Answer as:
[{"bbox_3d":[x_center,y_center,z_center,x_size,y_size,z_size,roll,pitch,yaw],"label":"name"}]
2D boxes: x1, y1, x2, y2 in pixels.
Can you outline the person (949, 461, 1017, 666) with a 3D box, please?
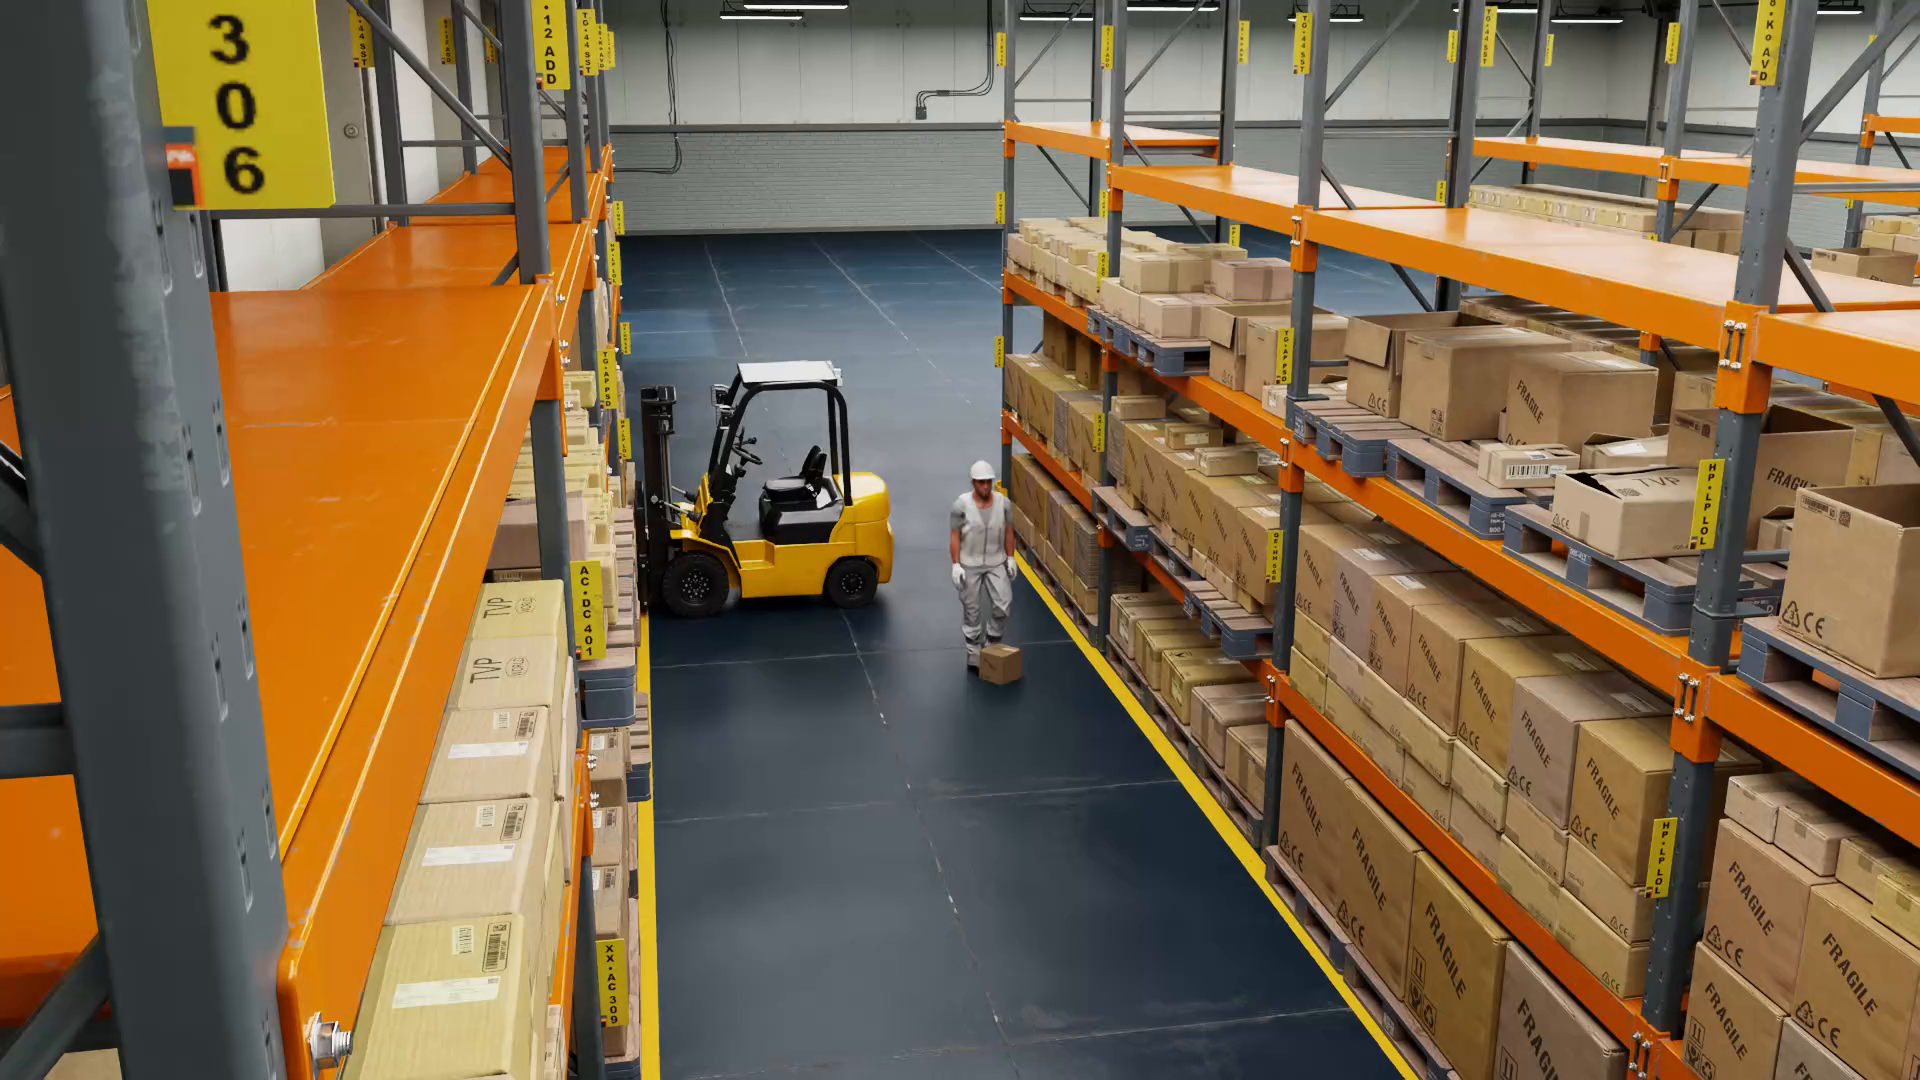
[{"bbox_3d":[0.198,0.238,13.699,0.587,1.839,0.475,-3,16,-10],"label":"person"}]
